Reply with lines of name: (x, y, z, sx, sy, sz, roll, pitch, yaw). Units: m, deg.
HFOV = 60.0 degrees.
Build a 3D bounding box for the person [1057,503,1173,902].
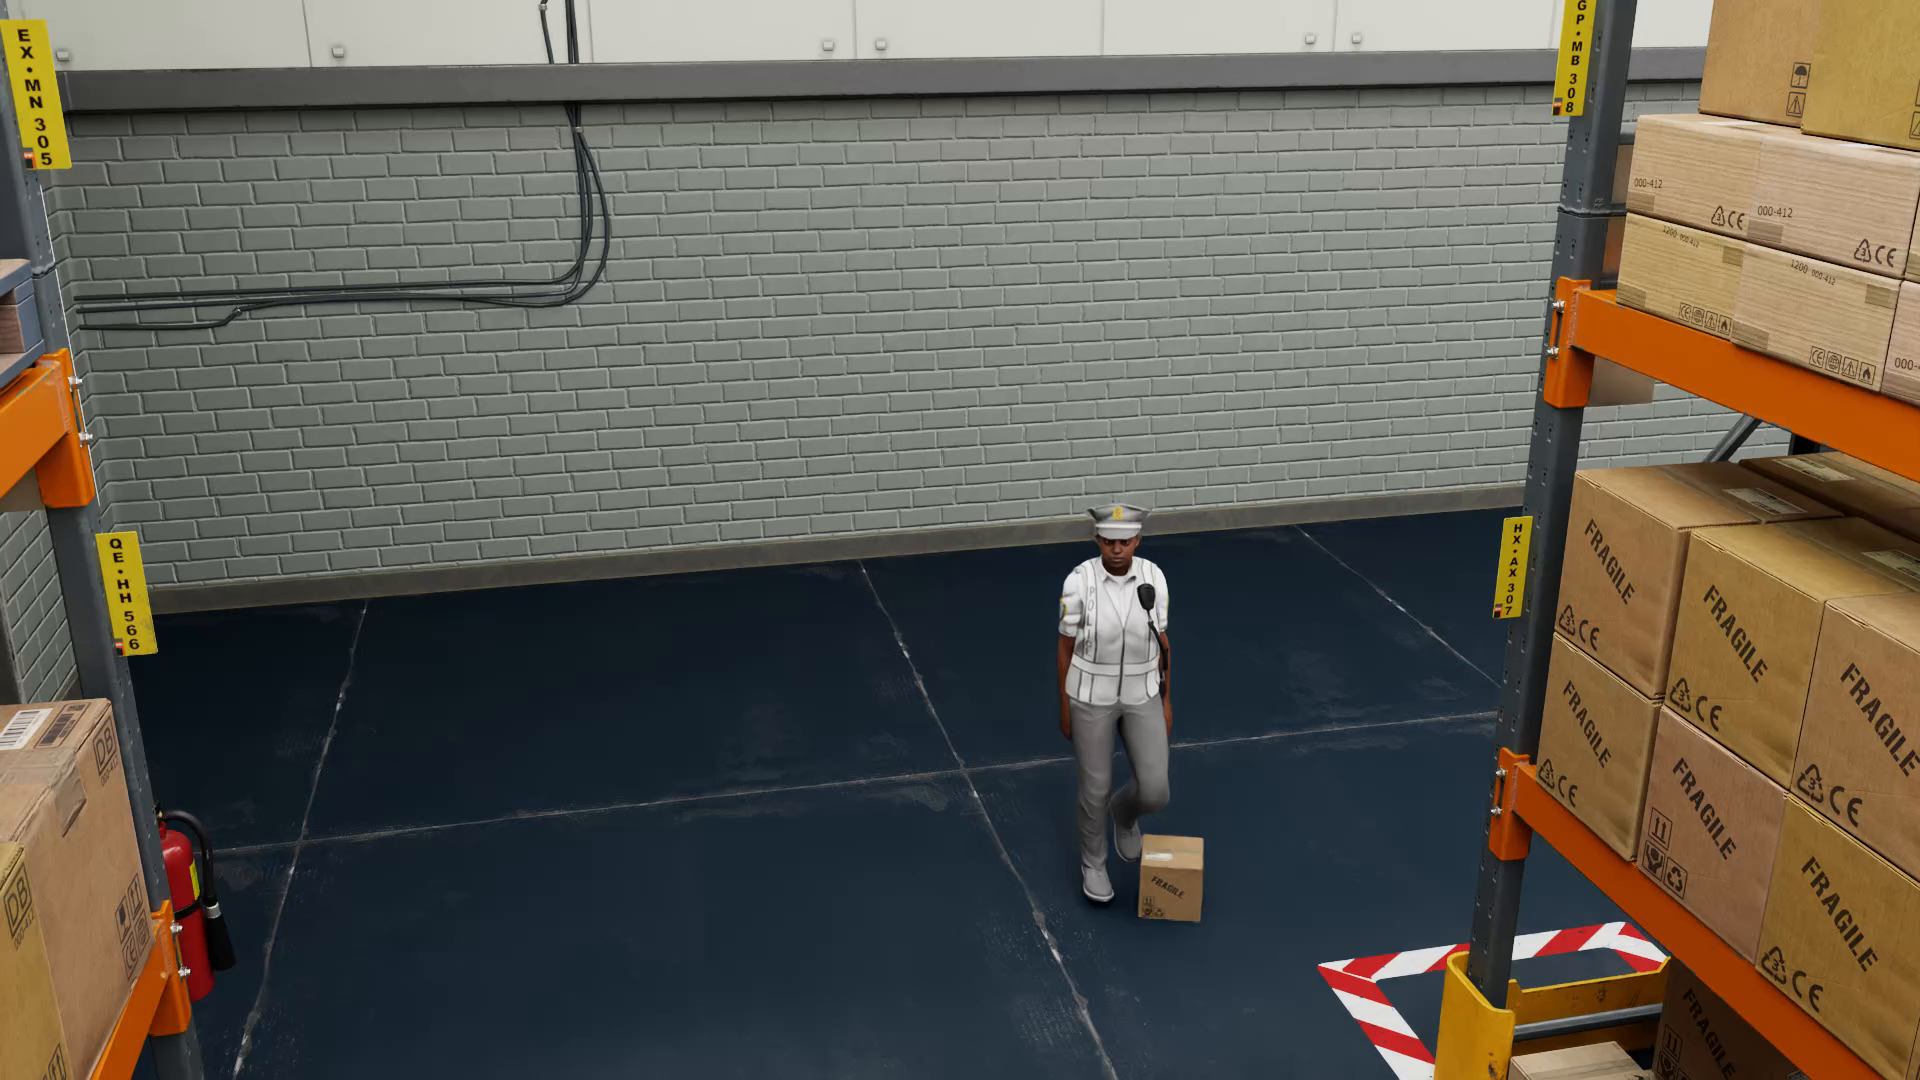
person: (0.626, 0.632, 6.688, 0.478, 1.685, 0.454, -2, 20, -4)
